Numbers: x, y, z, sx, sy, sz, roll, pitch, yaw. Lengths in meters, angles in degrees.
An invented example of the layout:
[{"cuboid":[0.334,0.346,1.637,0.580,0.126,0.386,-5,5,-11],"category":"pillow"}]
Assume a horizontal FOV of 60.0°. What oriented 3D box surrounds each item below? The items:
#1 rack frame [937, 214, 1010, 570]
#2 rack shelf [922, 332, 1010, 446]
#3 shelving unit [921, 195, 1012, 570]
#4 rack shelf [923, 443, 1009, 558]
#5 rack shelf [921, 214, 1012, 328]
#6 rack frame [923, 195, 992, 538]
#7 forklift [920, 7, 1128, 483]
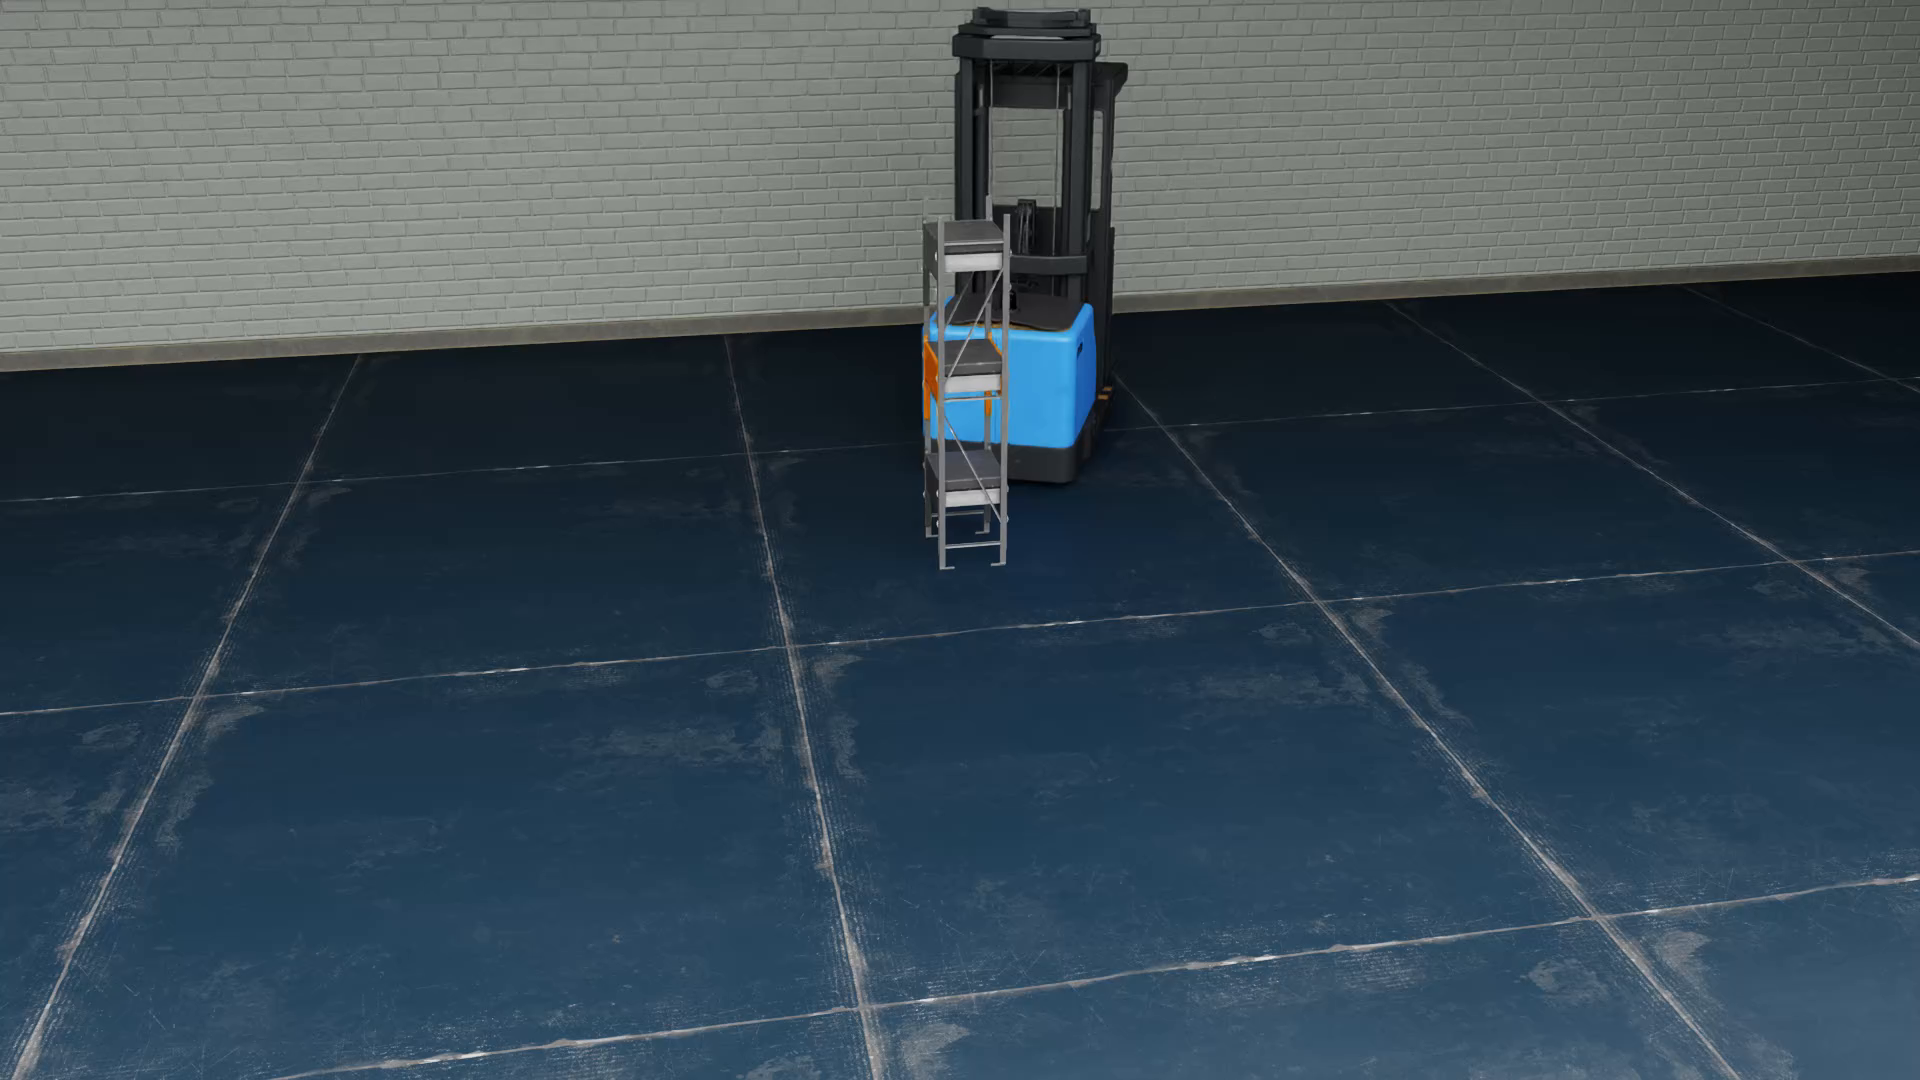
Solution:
[{"cuboid":[0.076,-0.801,9.461,0.400,2.100,0.015,-4,24,-10],"category":"rack frame"},{"cuboid":[0.031,-0.885,9.686,0.431,0.518,0.480,-4,24,-10],"category":"rack shelf"},{"cuboid":[0.031,-0.897,9.681,0.431,2.100,0.503,-4,24,-10],"category":"shelving unit"},{"cuboid":[0.031,-0.243,9.966,0.431,0.518,0.480,-4,24,-10],"category":"rack shelf"},{"cuboid":[0.031,-1.526,9.406,0.431,0.518,0.480,-4,24,-10],"category":"rack shelf"},{"cuboid":[-0.015,-0.993,9.900,0.400,2.100,0.015,-4,24,-10],"category":"rack frame"},{"cuboid":[0.557,-2.280,11.808,1.130,2.935,3.031,5,24,11],"category":"forklift"}]
